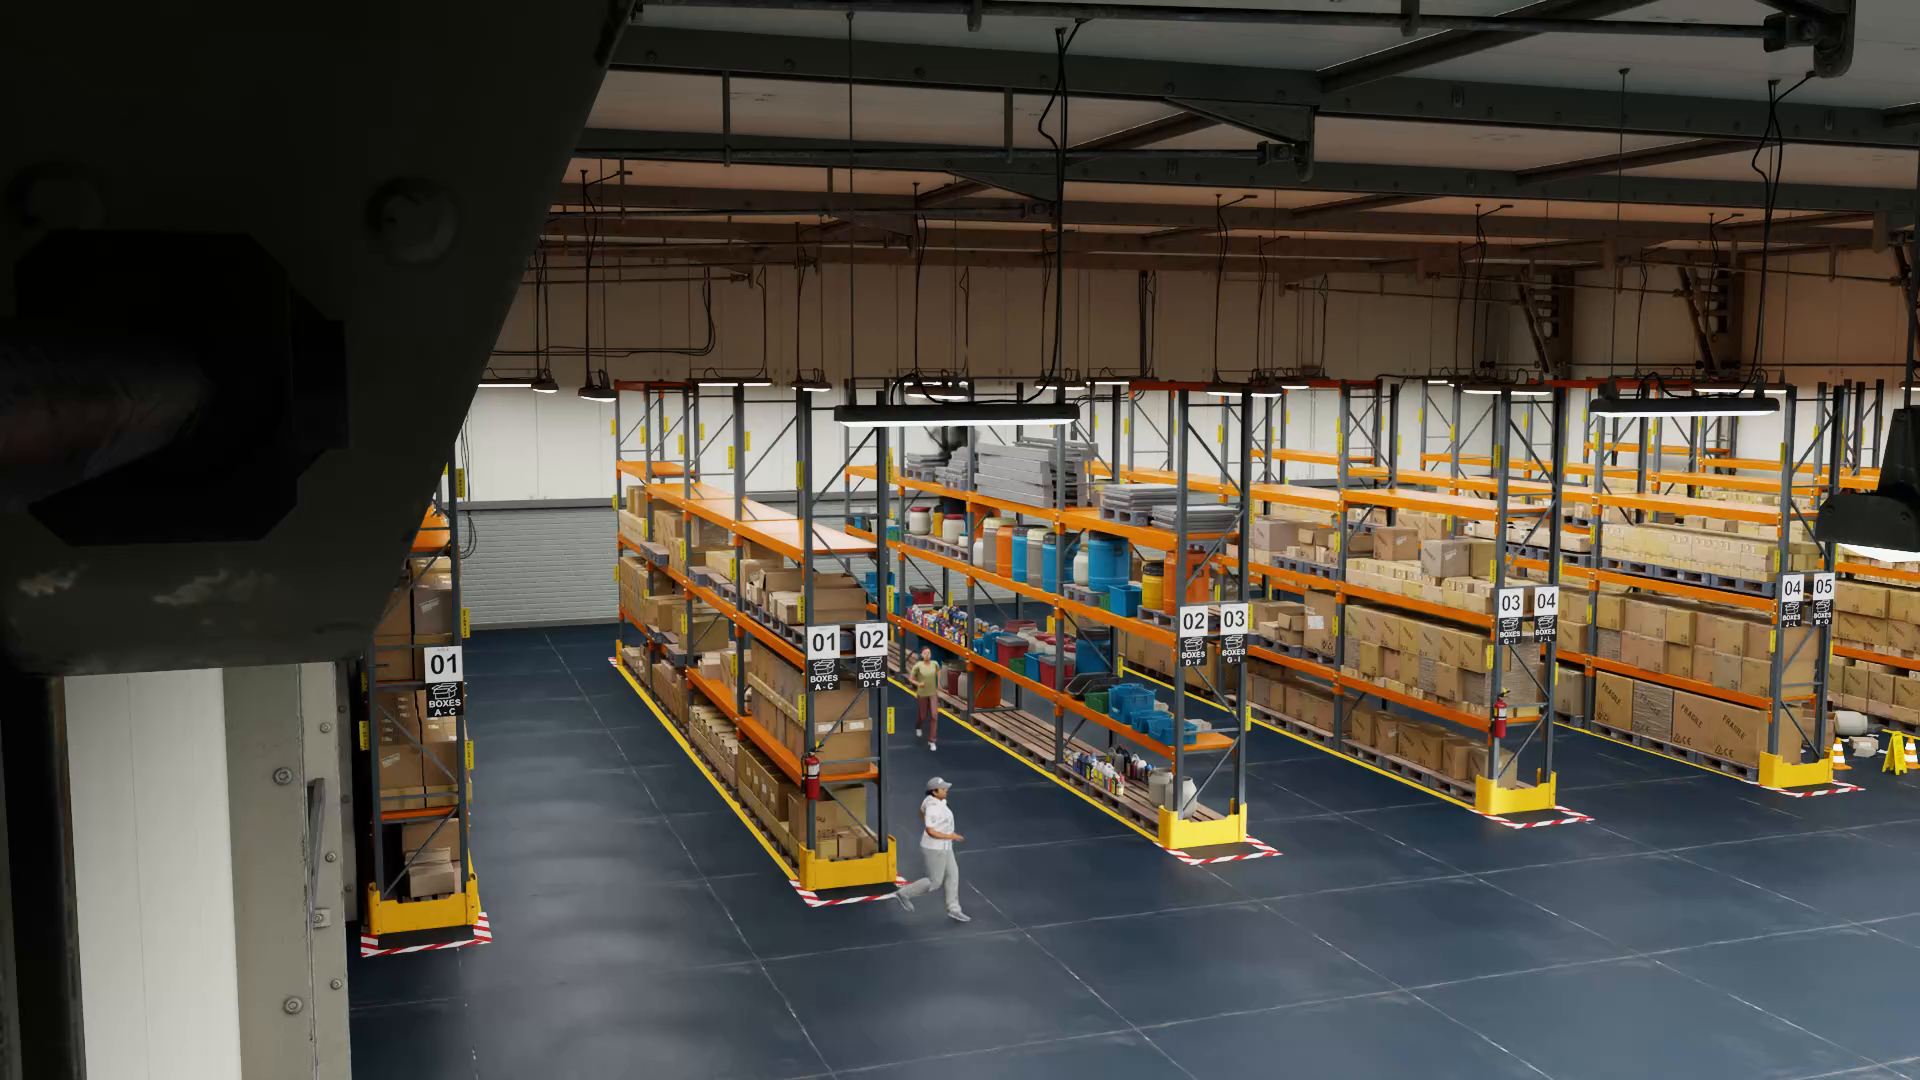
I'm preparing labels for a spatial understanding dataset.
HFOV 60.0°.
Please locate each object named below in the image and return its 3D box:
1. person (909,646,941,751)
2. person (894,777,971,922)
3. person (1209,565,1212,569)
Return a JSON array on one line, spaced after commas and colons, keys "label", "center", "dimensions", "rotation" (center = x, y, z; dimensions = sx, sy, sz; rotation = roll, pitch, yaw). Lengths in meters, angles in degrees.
[{"label": "person", "center": [-0.559, 2.576, 27.592], "dimensions": [0.588, 1.654, 0.952], "rotation": [-2, 6, -16]}, {"label": "person", "center": [-0.302, 3.524, 18.926], "dimensions": [0.875, 1.683, 0.622], "rotation": [1, 6, 7]}, {"label": "person", "center": [5.829, 1.378, 39.447], "dimensions": [0.570, 1.581, 0.787], "rotation": [1, 6, 12]}]
